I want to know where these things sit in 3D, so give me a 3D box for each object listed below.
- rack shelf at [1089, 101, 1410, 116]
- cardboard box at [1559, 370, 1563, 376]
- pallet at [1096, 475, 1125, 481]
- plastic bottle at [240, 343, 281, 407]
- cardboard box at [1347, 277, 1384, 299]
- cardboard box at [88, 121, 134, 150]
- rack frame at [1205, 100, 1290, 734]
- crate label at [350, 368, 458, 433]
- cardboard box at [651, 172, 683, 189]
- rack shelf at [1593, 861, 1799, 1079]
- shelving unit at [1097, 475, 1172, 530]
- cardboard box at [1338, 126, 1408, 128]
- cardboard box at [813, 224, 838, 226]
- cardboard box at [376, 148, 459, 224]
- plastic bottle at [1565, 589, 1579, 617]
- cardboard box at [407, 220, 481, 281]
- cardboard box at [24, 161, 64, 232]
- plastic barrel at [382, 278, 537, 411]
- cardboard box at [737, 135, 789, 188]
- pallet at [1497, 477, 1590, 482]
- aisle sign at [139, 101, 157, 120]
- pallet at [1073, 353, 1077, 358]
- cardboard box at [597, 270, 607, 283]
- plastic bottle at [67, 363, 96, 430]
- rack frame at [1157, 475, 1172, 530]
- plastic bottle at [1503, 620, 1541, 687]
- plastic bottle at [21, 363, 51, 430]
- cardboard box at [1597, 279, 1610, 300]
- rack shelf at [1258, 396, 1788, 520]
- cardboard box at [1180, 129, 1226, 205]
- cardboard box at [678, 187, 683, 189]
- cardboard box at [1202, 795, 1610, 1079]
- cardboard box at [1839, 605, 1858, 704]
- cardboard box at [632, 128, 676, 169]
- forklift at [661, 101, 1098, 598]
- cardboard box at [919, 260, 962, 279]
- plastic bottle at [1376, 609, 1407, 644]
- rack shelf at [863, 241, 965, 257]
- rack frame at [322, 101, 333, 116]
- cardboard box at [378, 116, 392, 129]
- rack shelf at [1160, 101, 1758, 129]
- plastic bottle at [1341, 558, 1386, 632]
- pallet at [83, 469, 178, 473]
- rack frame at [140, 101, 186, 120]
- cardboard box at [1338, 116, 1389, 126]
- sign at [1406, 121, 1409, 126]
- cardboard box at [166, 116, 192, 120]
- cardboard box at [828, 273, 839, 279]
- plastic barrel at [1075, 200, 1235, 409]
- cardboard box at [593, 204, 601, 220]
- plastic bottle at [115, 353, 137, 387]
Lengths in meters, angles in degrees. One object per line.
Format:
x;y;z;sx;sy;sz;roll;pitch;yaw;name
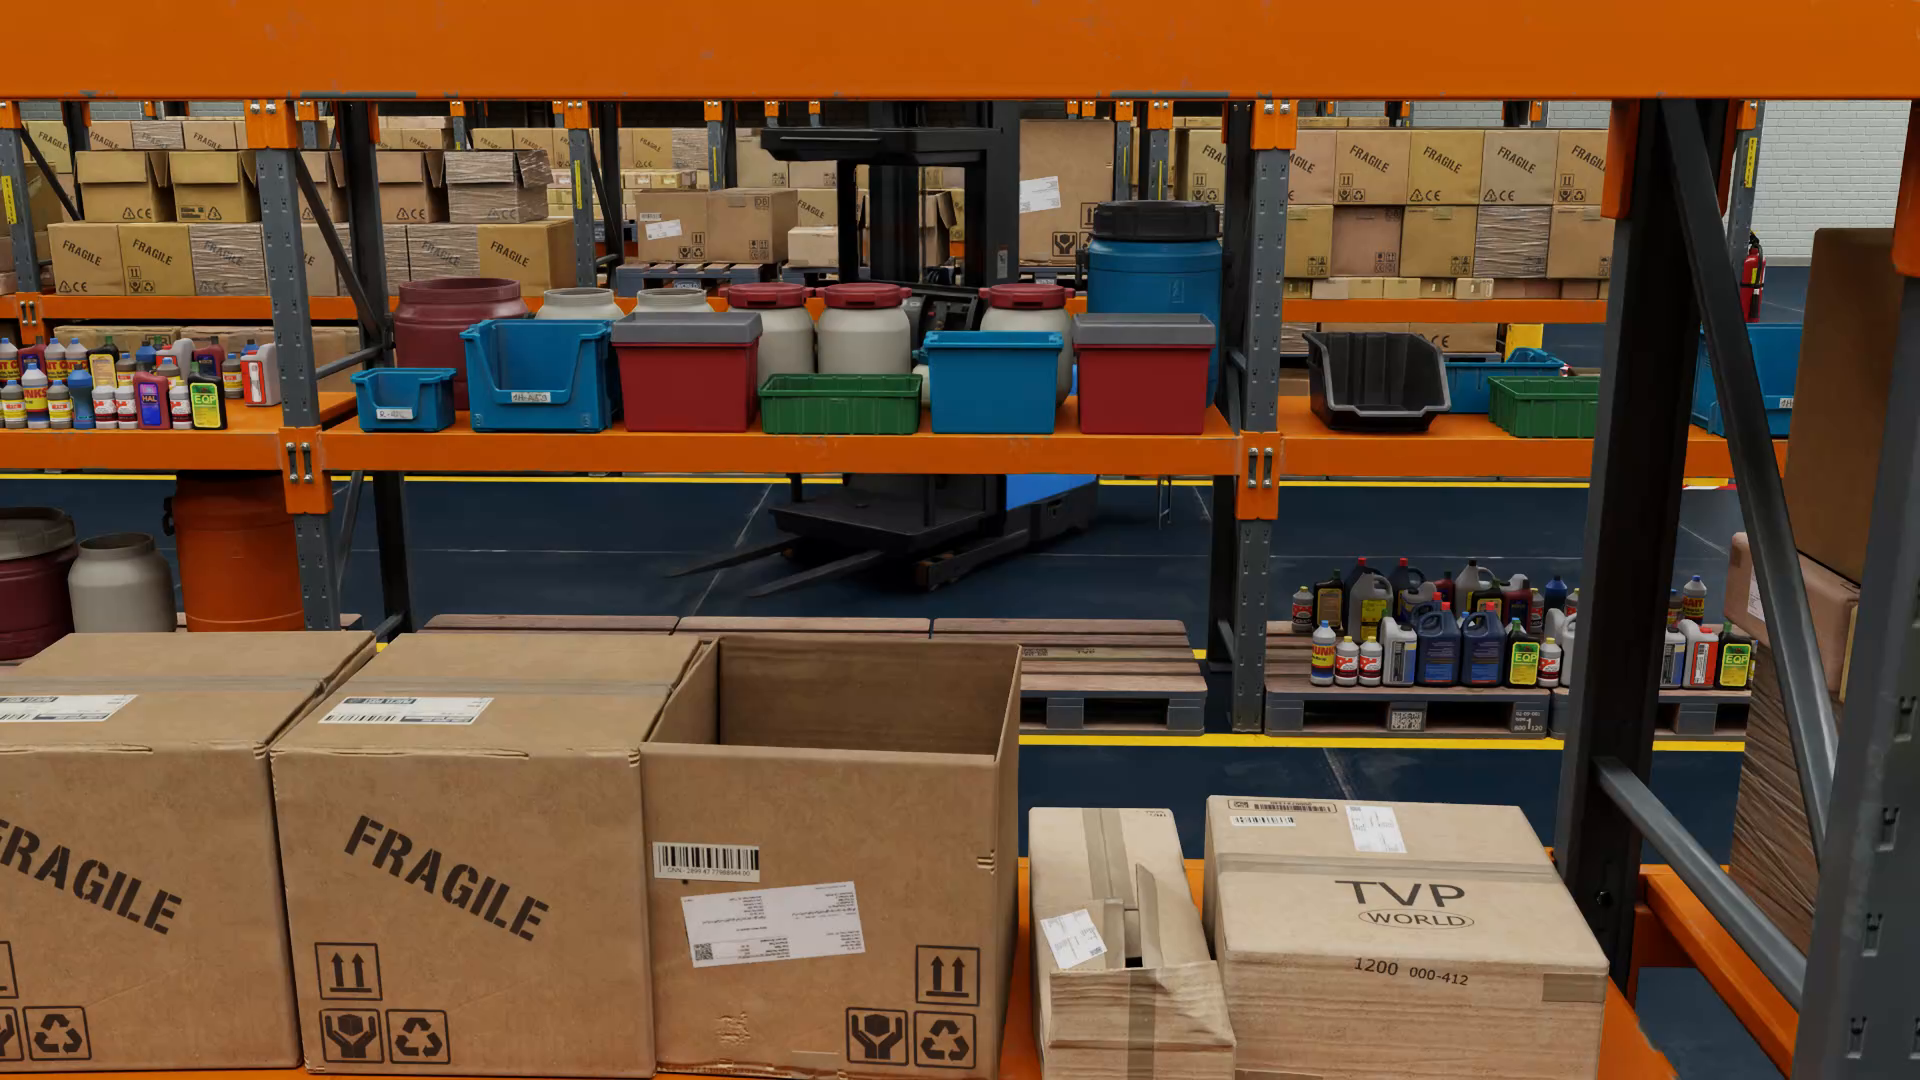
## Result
3.630;-5.621;21.297;4.000;0.370;1.077;0;15;1;rack shelf
4.154;-0.977;12.238;0.500;0.500;0.500;4;15;16;cardboard box
0.599;-0.661;12.432;1.213;0.211;1.003;0;15;1;pallet
-3.176;-0.754;7.562;0.135;0.276;0.152;0;15;1;plastic bottle
2.835;-1.803;11.787;0.250;0.149;0.380;0;15;1;cardboard box
-8.415;-3.939;16.651;0.500;0.500;0.500;0;15;0;cardboard box
1.251;-0.742;7.271;0.127;3.000;1.000;0;15;1;rack frame
-2.336;-0.588;7.018;0.416;0.233;0.303;0;15;1;crate label
-2.895;-3.551;16.421;0.250;0.149;0.380;0;15;-1;cardboard box
3.120;0.882;2.526;4.000;0.370;1.077;0;15;1;rack shelf
1.086;-0.698;10.634;0.503;1.200;0.258;7;16;23;shelving unit
4.125;-3.868;16.711;0.550;0.550;0.875;0;15;1;cardboard box
-0.947;-2.227;12.341;0.258;0.266;0.396;0;15;0;cardboard box
-4.003;-2.578;12.069;0.637;0.503;0.797;1;15;3;cardboard box
2.903;0.330;7.832;0.097;0.201;0.097;0;15;0;plastic bottle
-3.619;-2.024;11.935;0.500;0.500;0.500;0;15;1;cardboard box
-7.092;-2.559;12.401;0.500;0.500;0.500;0;15;1;cardboard box
-2.276;-0.908;7.634;0.708;0.536;0.600;0;15;1;plastic barrel
-1.945;-3.821;16.788;0.500;0.500;0.700;0;15;1;cardboard box
4.489;-0.645;12.372;1.213;0.211;1.003;0;15;1;pallet
-10.445;-5.794;21.324;0.004;0.787;0.394;0;15;1;aisle sign
0.832;-1.906;17.152;1.213;0.211;1.003;0;15;1;pallet
-3.589;-2.590;16.884;0.500;0.250;0.500;1;15;2;cardboard box
-3.703;-0.607;7.015;0.097;0.271;0.097;0;15;0;plastic bottle
1.308;-0.673;10.537;0.015;1.200;0.240;7;16;23;rack frame
2.400;0.483;7.091;0.133;0.283;0.061;1;15;4;plastic bottle
-3.898;-0.609;7.020;0.097;0.271;0.097;0;15;0;plastic bottle
4.585;-1.797;11.762;0.250;0.149;0.380;0;15;1;cardboard box
3.250;-0.381;7.313;4.000;0.370;1.077;0;15;1;rack shelf
1.821;-2.613;11.623;0.500;0.500;0.500;0;15;1;cardboard box
-2.899;-3.408;16.462;0.250;0.149;0.380;1;15;3;cardboard box
0.627;0.602;2.472;0.500;0.250;0.500;1;15;5;cardboard box
1.384;0.211;2.194;0.250;0.149;0.380;0;15;1;cardboard box
-3.901;-5.033;21.379;0.500;0.500;0.500;0;15;1;cardboard box
-0.408;-1.275;9.429;1.130;2.935;3.031;11;18;35;forklift
-0.308;-3.475;21.960;0.625;0.372;0.950;1;15;3;cardboard box
1.884;0.441;7.251;0.133;0.283;0.061;0;15;1;plastic bottle
-0.394;-2.934;16.992;4.000;0.370;1.077;0;15;1;rack shelf
-10.243;-5.876;26.732;0.127;3.000;1.000;0;15;1;rack frame
-7.446;-5.381;21.428;0.250;0.149;0.380;0;15;1;cardboard box
3.377;-3.094;11.718;4.000;0.370;1.077;0;15;1;rack shelf
1.902;0.257;7.816;0.185;0.351;0.144;0;15;0;plastic bottle
-5.847;-0.723;12.666;1.213;0.211;1.003;0;15;1;pallet
-10.366;-4.610;21.934;0.127;3.000;1.000;0;15;1;rack frame
5.113;-5.129;21.162;0.500;0.500;0.700;0;15;0;cardboard box
5.595;-5.077;20.815;0.005;0.325;0.100;0;15;1;sign
-10.018;-5.383;21.434;0.250;0.149;0.380;1;15;3;cardboard box
-0.913;-2.379;17.062;0.750;0.750;1.050;1;15;2;cardboard box
0.872;-1.064;7.509;0.708;0.901;0.600;0;15;1;plastic barrel
-3.653;-3.269;16.519;0.250;0.149;0.380;0;15;1;cardboard box
-3.883;-0.769;7.762;0.097;0.201;0.097;0;15;0;plastic bottle
